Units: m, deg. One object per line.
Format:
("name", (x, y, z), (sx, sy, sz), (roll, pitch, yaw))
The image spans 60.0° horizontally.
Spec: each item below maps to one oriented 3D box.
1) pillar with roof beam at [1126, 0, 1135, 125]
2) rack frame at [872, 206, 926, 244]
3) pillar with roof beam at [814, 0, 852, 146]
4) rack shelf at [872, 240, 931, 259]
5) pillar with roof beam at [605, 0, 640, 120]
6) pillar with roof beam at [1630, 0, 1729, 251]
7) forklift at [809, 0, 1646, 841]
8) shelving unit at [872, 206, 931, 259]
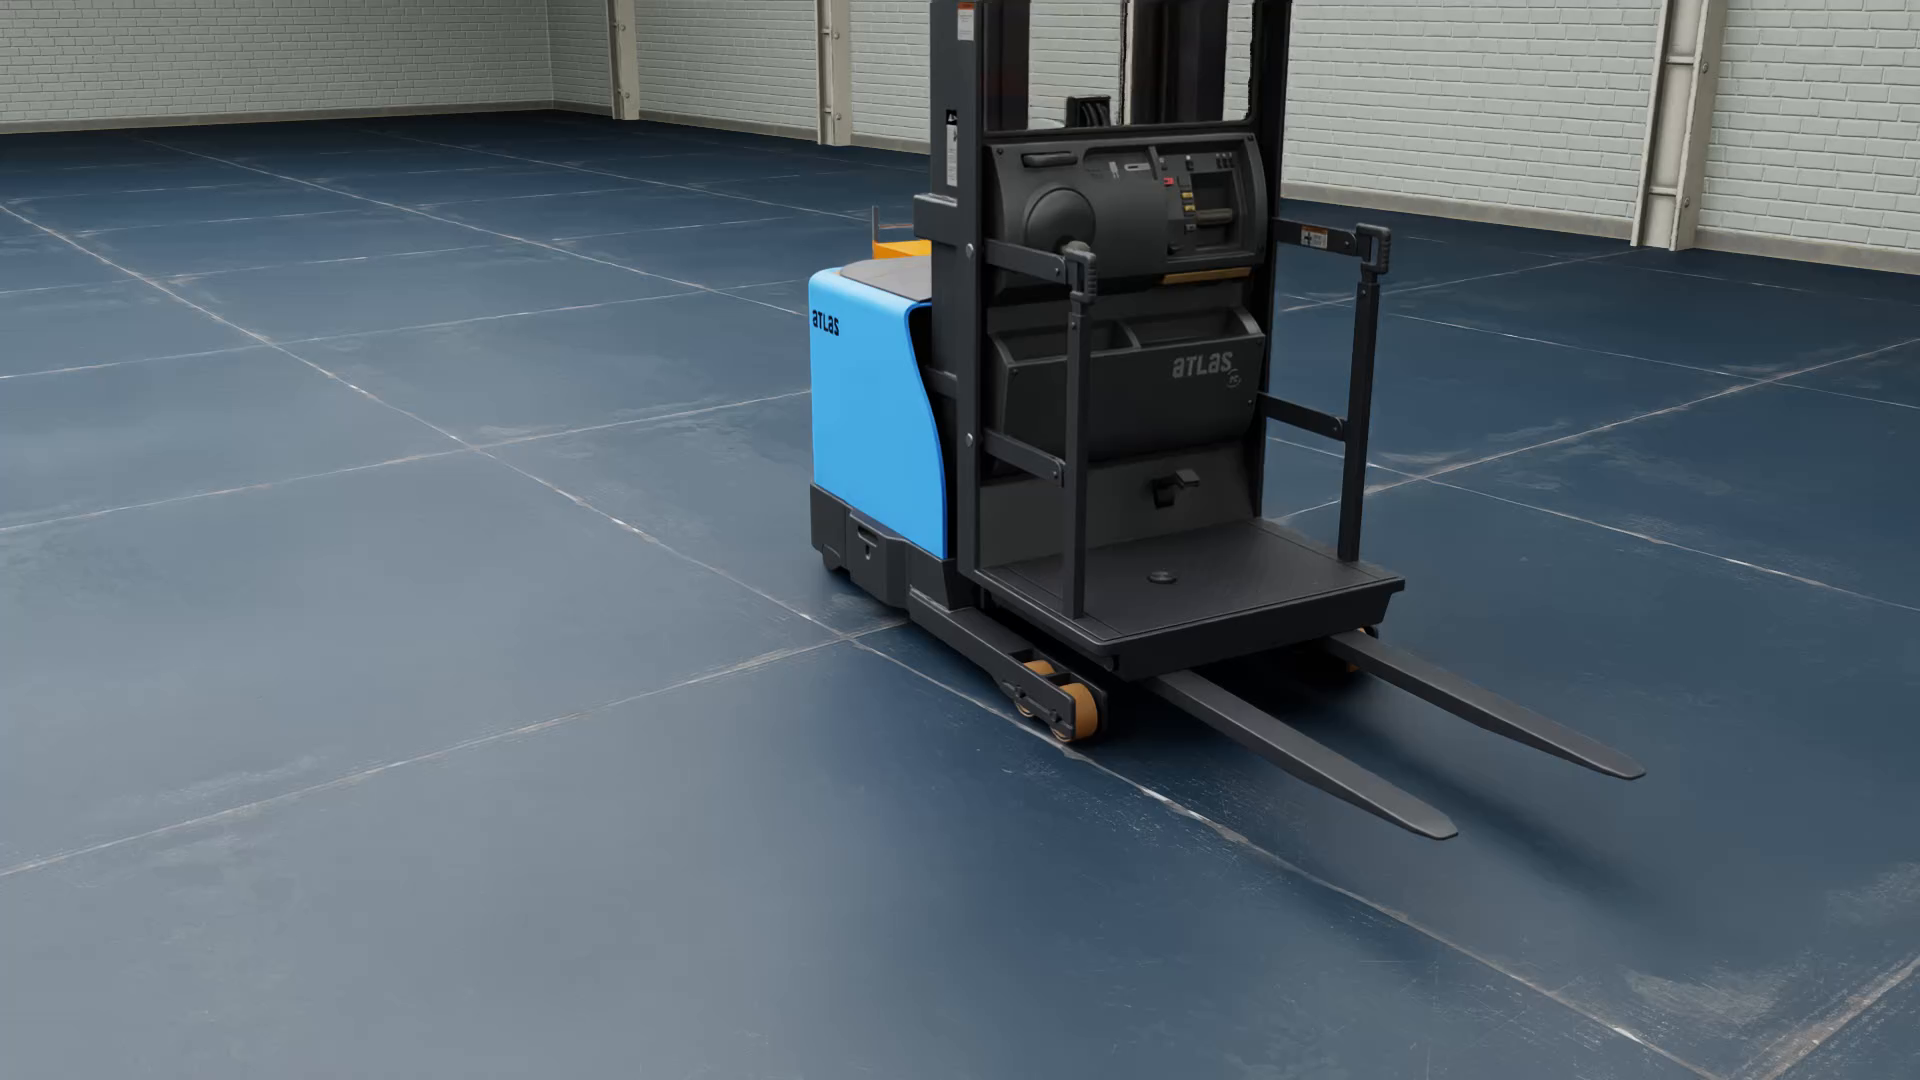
("pillar with roof beam", (-1.341, -7.319, 14.149), (9.100, 9.000, 0.400), (-14, 23, -36))
("rack frame", (-0.235, -0.746, 6.705), (0.240, 1.200, 0.015), (-10, 21, -28))
("pillar with roof beam", (-5.067, -8.797, 18.614), (9.100, 9.000, 0.400), (-14, 23, -36))
("rack shelf", (-0.116, -1.052, 6.379), (0.258, 0.148, 0.480), (-10, 21, -28))
("pillar with roof beam", (-8.792, -10.275, 23.079), (9.100, 9.000, 0.400), (-14, 23, -36))
("pillar with roof beam", (2.384, -5.840, 9.684), (9.100, 9.000, 0.400), (-14, 23, -36))
("forklift", (0.613, -0.987, 4.682), (1.130, 2.935, 3.031), (-10, 21, -28))
("shelving unit", (-0.116, -0.679, 6.503), (0.258, 1.200, 0.503), (-10, 21, -28))
